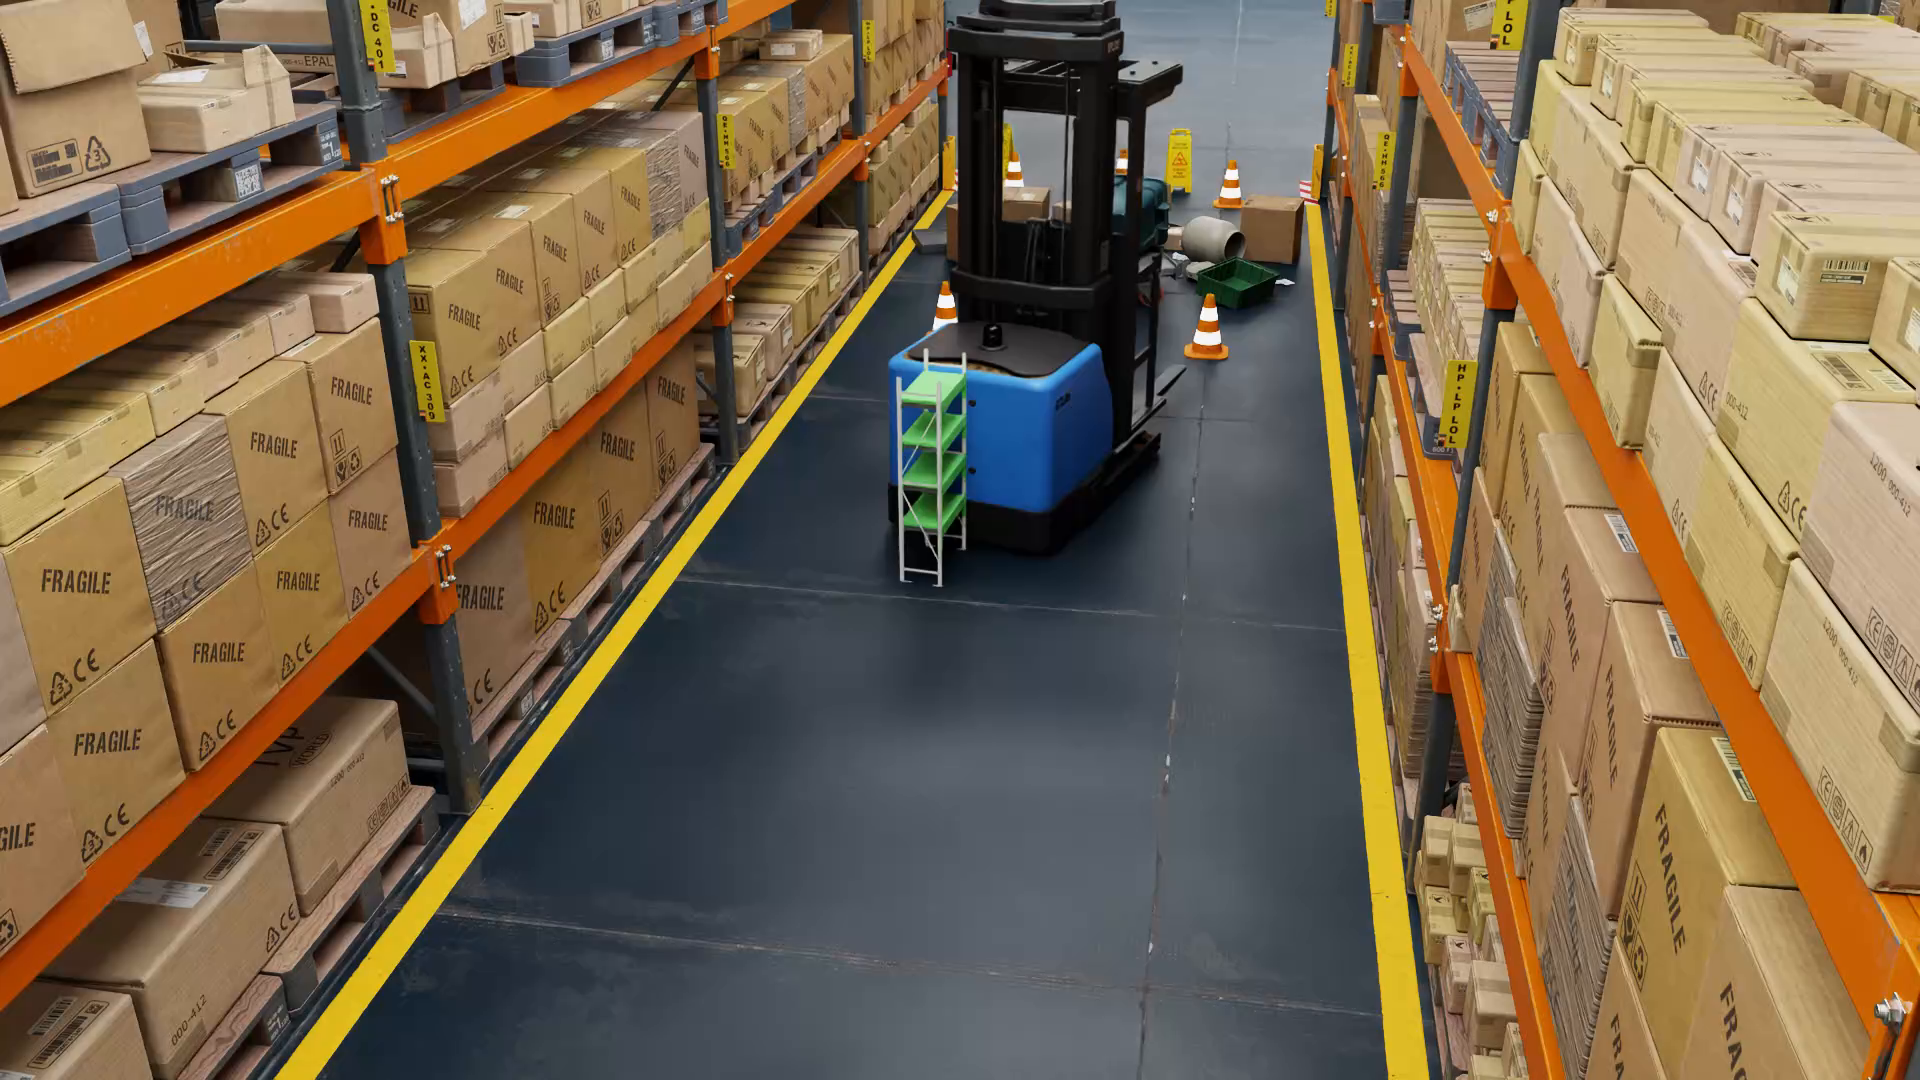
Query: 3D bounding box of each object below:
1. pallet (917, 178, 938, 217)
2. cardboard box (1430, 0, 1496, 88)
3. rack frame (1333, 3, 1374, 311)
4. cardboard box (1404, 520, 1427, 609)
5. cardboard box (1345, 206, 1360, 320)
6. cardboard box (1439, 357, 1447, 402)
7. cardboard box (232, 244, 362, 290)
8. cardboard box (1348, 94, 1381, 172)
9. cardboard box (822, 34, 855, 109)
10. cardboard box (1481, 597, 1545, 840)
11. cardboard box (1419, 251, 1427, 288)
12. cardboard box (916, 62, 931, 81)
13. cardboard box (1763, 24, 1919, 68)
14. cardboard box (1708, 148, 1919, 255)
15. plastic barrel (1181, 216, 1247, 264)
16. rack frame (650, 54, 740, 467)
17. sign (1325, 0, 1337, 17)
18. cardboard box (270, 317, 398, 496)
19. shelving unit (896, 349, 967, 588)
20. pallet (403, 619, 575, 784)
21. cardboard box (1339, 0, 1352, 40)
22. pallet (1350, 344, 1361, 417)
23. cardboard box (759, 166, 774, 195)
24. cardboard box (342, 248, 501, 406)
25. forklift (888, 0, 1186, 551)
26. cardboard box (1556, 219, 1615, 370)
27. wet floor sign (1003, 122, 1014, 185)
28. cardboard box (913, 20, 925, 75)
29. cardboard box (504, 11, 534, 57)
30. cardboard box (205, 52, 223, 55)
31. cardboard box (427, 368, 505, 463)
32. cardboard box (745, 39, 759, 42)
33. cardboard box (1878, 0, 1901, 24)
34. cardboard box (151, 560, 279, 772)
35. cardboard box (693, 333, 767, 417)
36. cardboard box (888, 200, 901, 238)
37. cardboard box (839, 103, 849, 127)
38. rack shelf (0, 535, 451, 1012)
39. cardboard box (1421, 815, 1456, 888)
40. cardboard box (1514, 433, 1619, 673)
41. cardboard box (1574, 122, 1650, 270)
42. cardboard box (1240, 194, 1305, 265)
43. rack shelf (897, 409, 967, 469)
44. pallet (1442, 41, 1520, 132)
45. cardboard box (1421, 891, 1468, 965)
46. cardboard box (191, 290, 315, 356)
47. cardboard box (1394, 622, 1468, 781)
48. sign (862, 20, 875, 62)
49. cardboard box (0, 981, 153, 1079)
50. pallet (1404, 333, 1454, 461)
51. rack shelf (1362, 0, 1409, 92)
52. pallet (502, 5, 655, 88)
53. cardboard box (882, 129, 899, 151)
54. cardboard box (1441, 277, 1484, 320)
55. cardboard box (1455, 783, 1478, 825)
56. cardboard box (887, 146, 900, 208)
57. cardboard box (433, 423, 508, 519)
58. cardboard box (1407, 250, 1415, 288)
[{"bbox_3d":[-0.815,-3.604,17.201,1.003,0.211,1.213,4,25,9],"label":"pallet"},{"bbox_3d":[2.450,-2.354,7.585,0.500,0.500,0.500,4,25,9],"label":"cardboard box"},{"bbox_3d":[3.611,-3.263,13.182,1.000,3.000,0.127,4,25,9],"label":"rack frame"},{"bbox_3d":[2.273,0.142,7.476,0.500,0.250,0.500,5,26,11],"label":"cardboard box"},{"bbox_3d":[3.598,-2.168,13.002,1.050,0.750,0.750,4,25,8],"label":"cardboard box"},{"bbox_3d":[2.383,-0.718,7.547,0.380,0.149,0.250,5,26,11],"label":"cardboard box"},{"bbox_3d":[-2.771,-0.920,6.880,0.500,0.500,0.500,5,26,10],"label":"cardboard box"},{"bbox_3d":[3.260,-3.107,12.731,0.500,0.500,0.500,4,25,9],"label":"cardboard box"},{"bbox_3d":[-1.138,-3.725,13.205,0.500,0.500,0.500,4,25,8],"label":"cardboard box"},{"bbox_3d":[1.782,0.508,4.657,0.500,0.500,0.500,3,25,7],"label":"cardboard box"},{"bbox_3d":[2.598,-1.387,8.626,0.380,0.149,0.250,3,25,7],"label":"cardboard box"},{"bbox_3d":[-0.493,-4.622,16.383,0.380,0.149,0.250,4,25,9],"label":"cardboard box"},{"bbox_3d":[2.489,-1.353,4.682,0.380,0.149,0.250,5,25,10],"label":"cardboard box"},{"bbox_3d":[1.655,-0.634,3.146,0.380,0.149,0.250,5,25,10],"label":"cardboard box"},{"bbox_3d":[2.283,-2.677,14.969,0.421,0.421,0.512,-20,32,-36],"label":"plastic barrel"},{"bbox_3d":[-1.943,-1.891,10.251,1.000,3.000,0.127,4,25,9],"label":"rack frame"},{"bbox_3d":[3.718,-5.405,16.644,0.100,0.325,0.005,4,25,9],"label":"sign"},{"bbox_3d":[-2.401,-0.499,5.981,0.500,0.500,0.500,4,25,8],"label":"cardboard box"},{"bbox_3d":[-0.149,-0.397,9.182,0.258,1.200,0.503,7,26,15],"label":"shelving unit"},{"bbox_3d":[-2.545,0.717,7.968,1.003,0.211,1.213,4,25,9],"label":"pallet"},{"bbox_3d":[3.941,-4.879,15.184,0.875,0.550,0.550,4,25,9],"label":"cardboard box"},{"bbox_3d":[3.362,-1.160,11.980,1.003,0.211,1.213,4,25,9],"label":"pallet"},{"bbox_3d":[-1.471,-2.431,11.206,0.380,0.149,0.250,4,25,9],"label":"cardboard box"},{"bbox_3d":[-2.241,-0.880,6.794,0.500,0.500,0.500,4,25,9],"label":"cardboard box"},{"bbox_3d":[0.665,-1.857,10.260,1.130,2.935,3.031,11,27,23],"label":"forklift"},{"bbox_3d":[1.790,-0.606,4.144,0.500,0.250,0.500,5,26,11],"label":"cardboard box"},{"bbox_3d":[0.451,-4.175,17.909,0.267,0.644,0.232,13,28,26],"label":"wet floor sign"},{"bbox_3d":[-0.624,-4.752,15.895,0.500,0.500,0.500,4,25,8],"label":"cardboard box"},{"bbox_3d":[-2.044,-2.165,7.080,0.380,0.166,0.250,2,25,5],"label":"cardboard box"},{"bbox_3d":[-6.048,-3.977,13.826,0.380,0.149,0.250,4,25,8],"label":"cardboard box"},{"bbox_3d":[-2.246,-0.541,6.954,0.500,0.250,0.500,3,25,7],"label":"cardboard box"},{"bbox_3d":[-1.649,-3.757,13.275,0.500,0.500,0.500,5,25,10],"label":"cardboard box"},{"bbox_3d":[8.783,-4.971,15.185,0.500,0.500,0.500,4,25,9],"label":"cardboard box"},{"bbox_3d":[-2.566,0.376,5.291,0.500,0.500,0.500,4,25,8],"label":"cardboard box"},{"bbox_3d":[-1.840,-1.126,11.222,0.950,0.372,0.625,2,25,5],"label":"cardboard box"},{"bbox_3d":[-0.850,-2.960,15.284,0.500,0.250,0.500,5,26,11],"label":"cardboard box"},{"bbox_3d":[-1.101,-3.406,13.288,0.380,0.149,0.250,4,25,9],"label":"cardboard box"},{"bbox_3d":[-2.923,0.945,5.042,1.077,0.370,4.000,4,25,9],"label":"rack shelf"},{"bbox_3d":[1.929,1.179,6.210,0.380,0.149,0.250,5,26,11],"label":"cardboard box"},{"bbox_3d":[1.807,0.049,4.460,0.500,0.500,0.500,4,25,9],"label":"cardboard box"},{"bbox_3d":[1.806,-0.832,4.038,0.500,0.250,0.500,4,25,9],"label":"cardboard box"},{"bbox_3d":[2.852,-2.852,15.251,0.500,0.500,0.500,8,26,18],"label":"cardboard box"},{"bbox_3d":[-0.149,-0.556,9.107,0.258,0.148,0.480,7,26,15],"label":"rack shelf"},{"bbox_3d":[2.676,-1.875,6.901,1.213,0.211,1.003,4,25,9],"label":"pallet"},{"bbox_3d":[1.884,1.425,6.034,0.380,0.149,0.250,5,26,10],"label":"cardboard box"},{"bbox_3d":[-2.483,-0.756,5.764,0.380,0.149,0.250,5,25,10],"label":"cardboard box"},{"bbox_3d":[2.176,0.698,7.174,0.500,0.500,0.500,4,25,8],"label":"cardboard box"},{"bbox_3d":[-0.741,-4.051,13.500,0.100,0.325,0.005,4,25,9],"label":"sign"},{"bbox_3d":[-3.100,1.759,4.980,0.875,0.438,0.875,5,25,10],"label":"cardboard box"},{"bbox_3d":[2.674,-0.672,7.874,1.003,0.211,1.213,4,25,9],"label":"pallet"},{"bbox_3d":[3.284,-3.459,10.912,1.077,0.370,4.000,4,25,9],"label":"rack shelf"},{"bbox_3d":[-2.175,-2.423,8.072,1.003,0.211,1.213,5,26,11],"label":"pallet"},{"bbox_3d":[-0.764,-3.633,15.072,0.380,0.149,0.250,5,26,11],"label":"cardboard box"},{"bbox_3d":[2.433,-1.102,7.665,0.380,0.149,0.250,4,25,8],"label":"cardboard box"},{"bbox_3d":[2.043,1.044,6.146,0.380,0.149,0.250,5,26,11],"label":"cardboard box"},{"bbox_3d":[-0.850,-3.301,15.127,0.500,0.500,0.500,5,26,11],"label":"cardboard box"},{"bbox_3d":[-2.264,-0.315,7.062,0.500,0.250,0.500,3,25,7],"label":"cardboard box"},{"bbox_3d":[2.685,-1.493,9.202,0.380,0.149,0.250,4,25,8],"label":"cardboard box"}]
